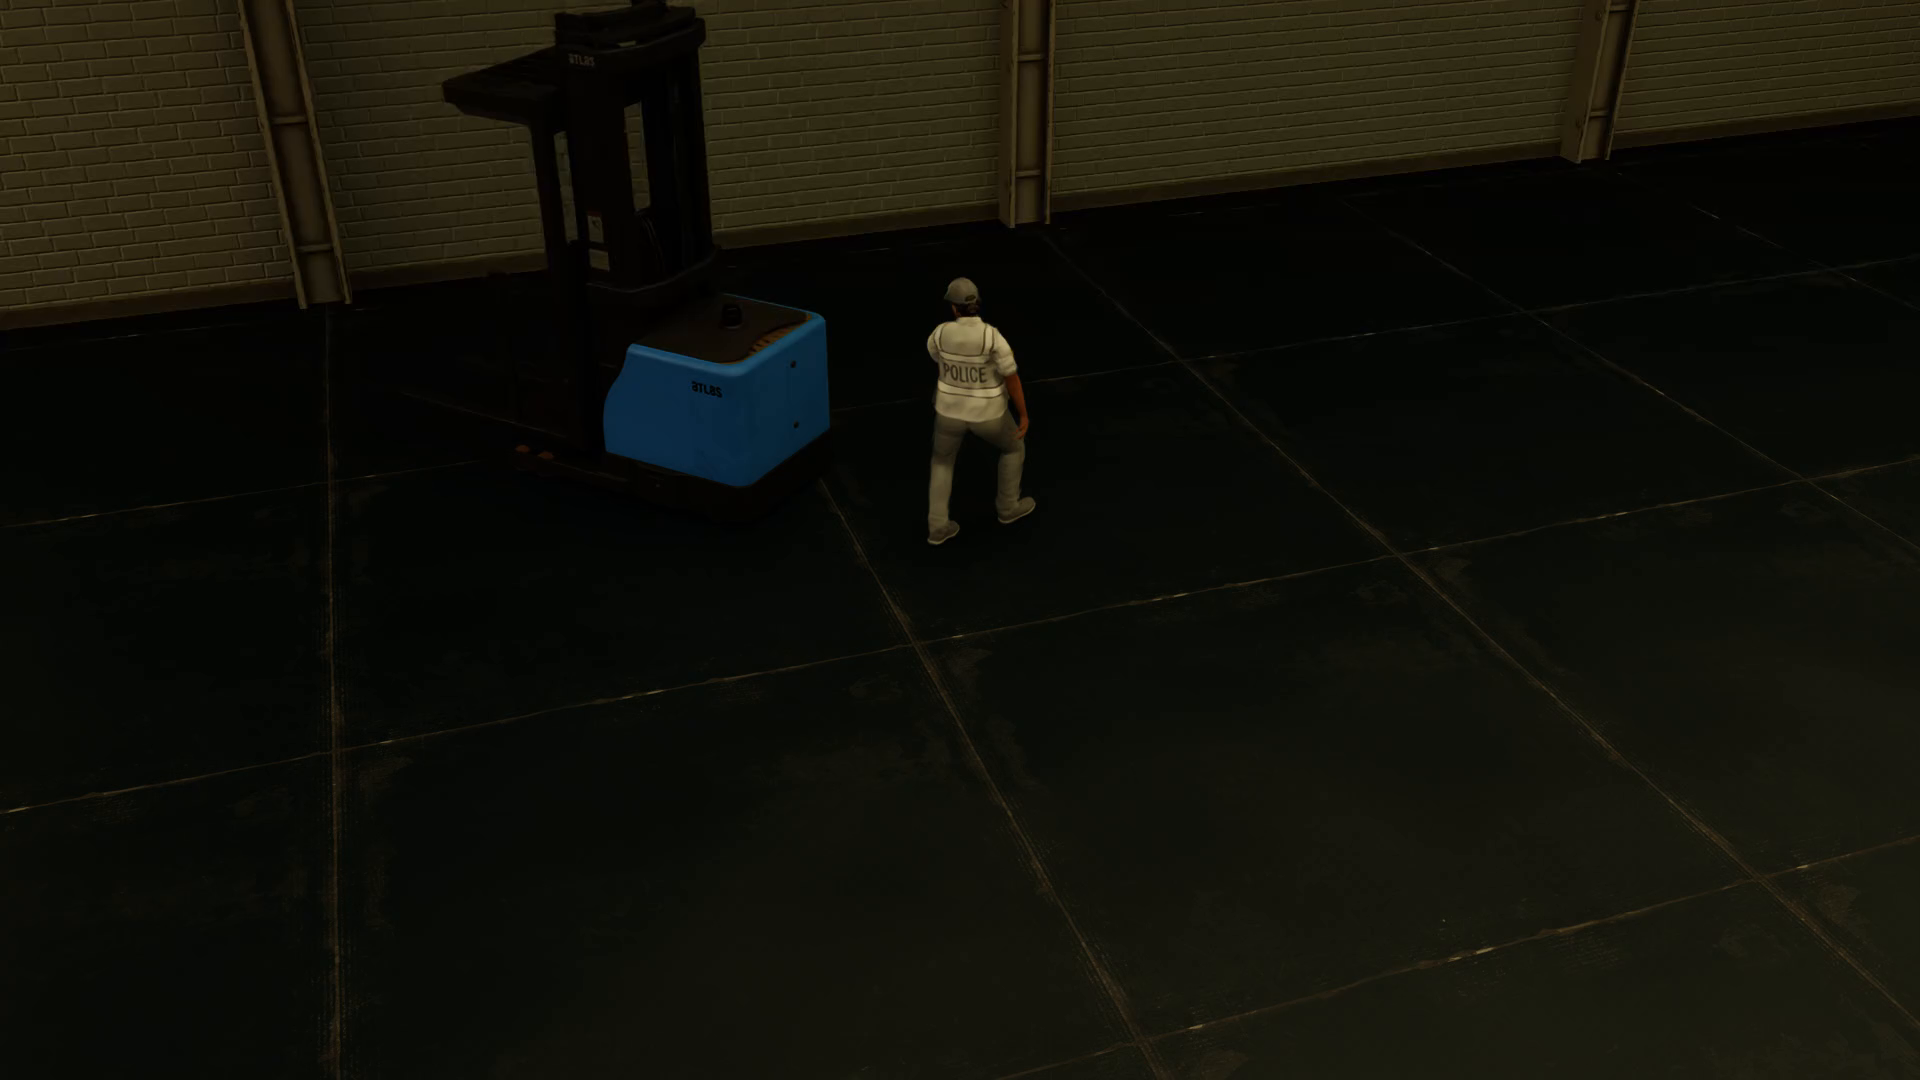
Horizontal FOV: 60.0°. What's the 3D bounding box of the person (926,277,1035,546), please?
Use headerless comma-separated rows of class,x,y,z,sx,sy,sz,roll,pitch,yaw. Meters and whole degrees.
person,0.115,-0.789,9.800,0.619,1.599,0.695,6,30,10

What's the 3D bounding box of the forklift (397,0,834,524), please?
forklift,-2.359,-1.885,10.363,3.031,2.935,1.130,15,33,25
